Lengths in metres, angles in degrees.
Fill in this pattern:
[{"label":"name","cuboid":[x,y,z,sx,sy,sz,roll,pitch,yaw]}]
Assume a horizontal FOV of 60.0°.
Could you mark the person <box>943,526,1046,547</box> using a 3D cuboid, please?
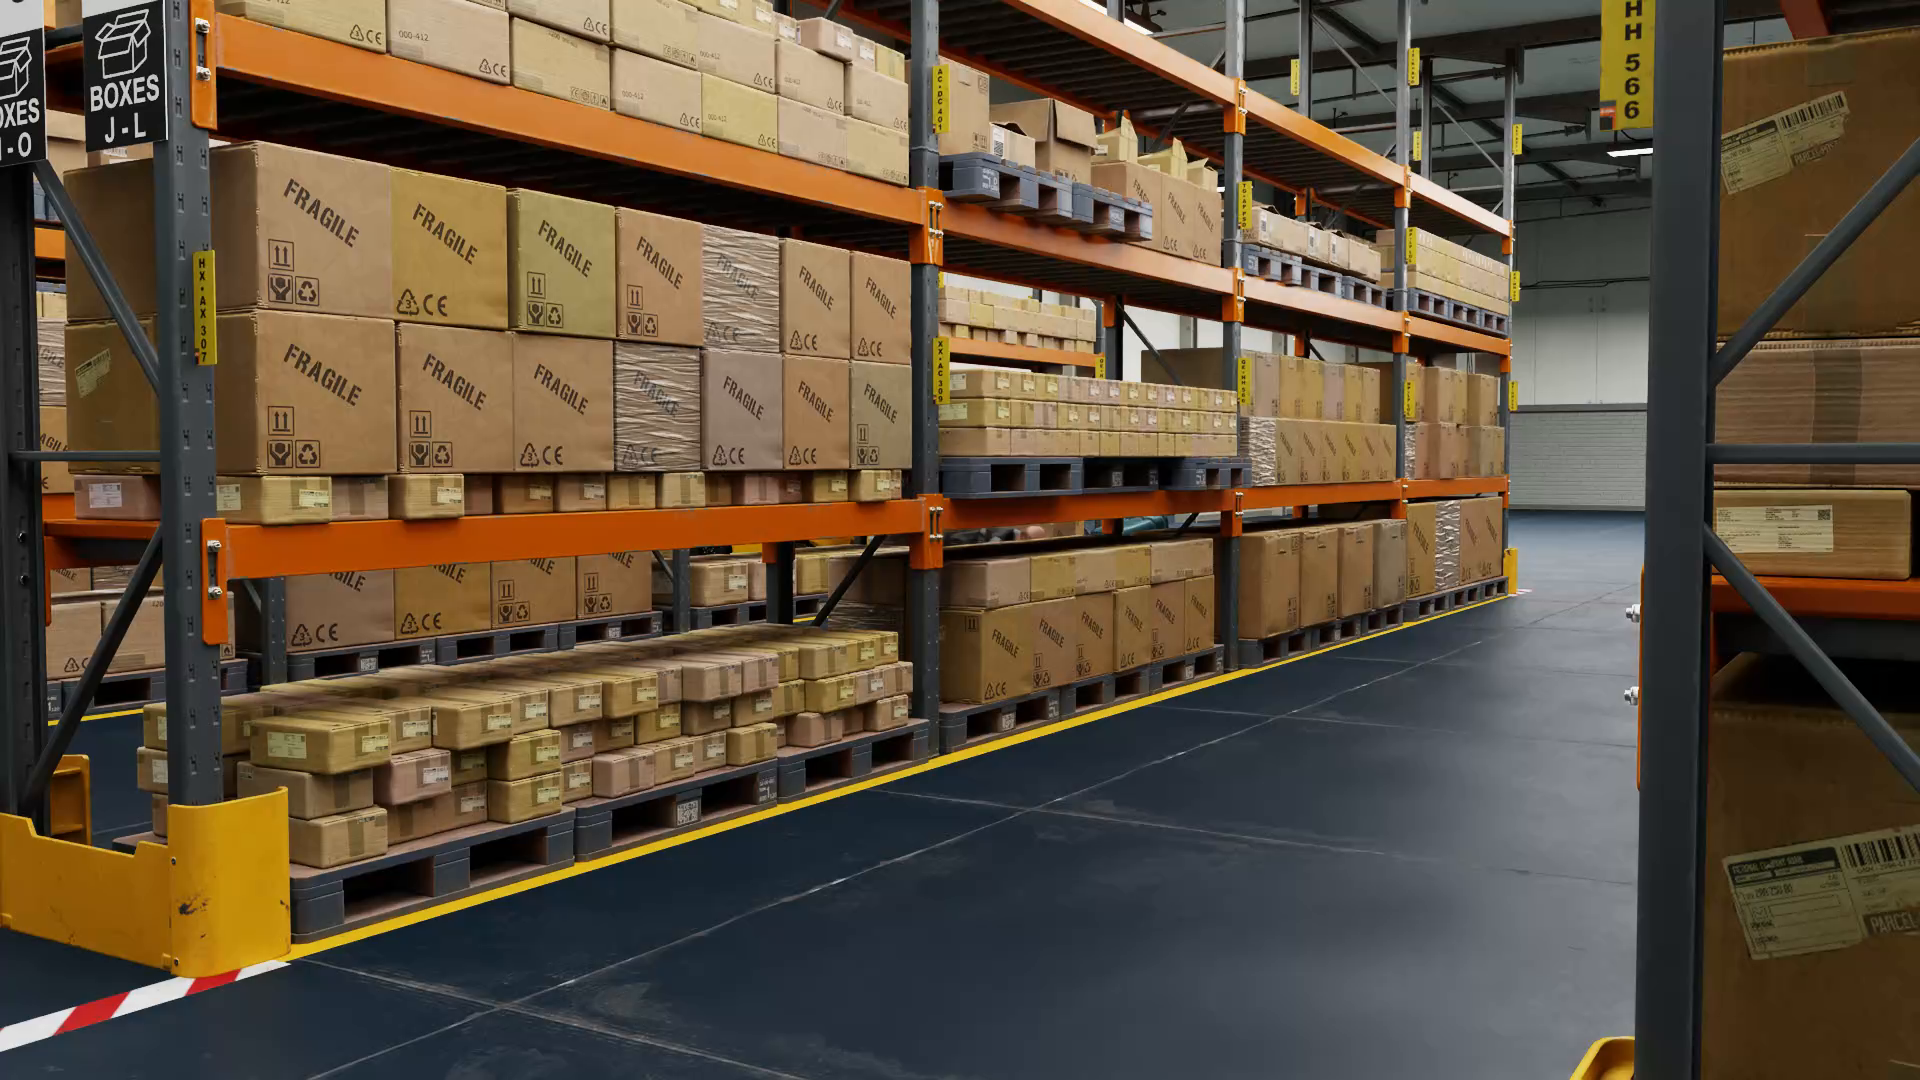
[{"label":"person","cuboid":[0.248,0.351,13.265,0.949,1.008,0.507,2,3,28]}]
